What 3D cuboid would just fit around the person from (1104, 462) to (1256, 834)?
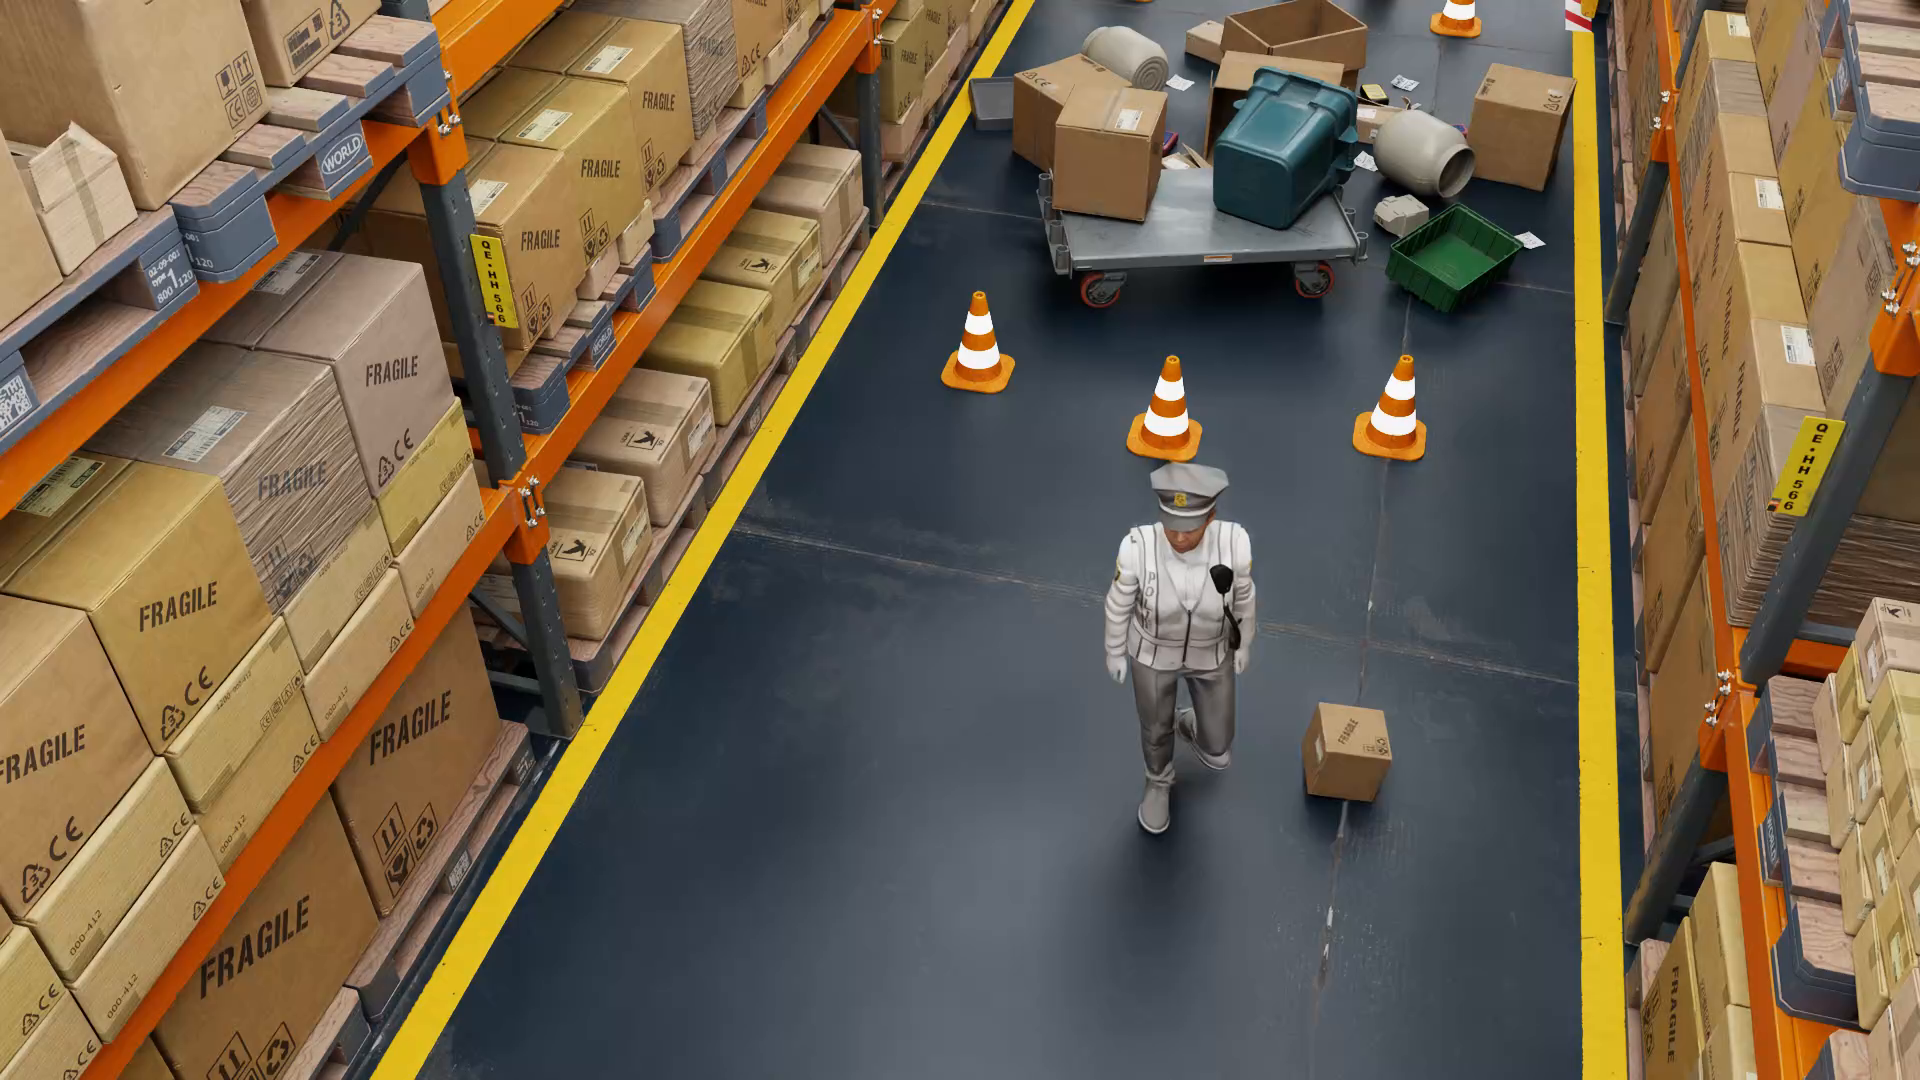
[{"bbox_3d":[0.757,0.345,5.748,0.535,1.674,0.493,1,41,1],"label":"person"}]
